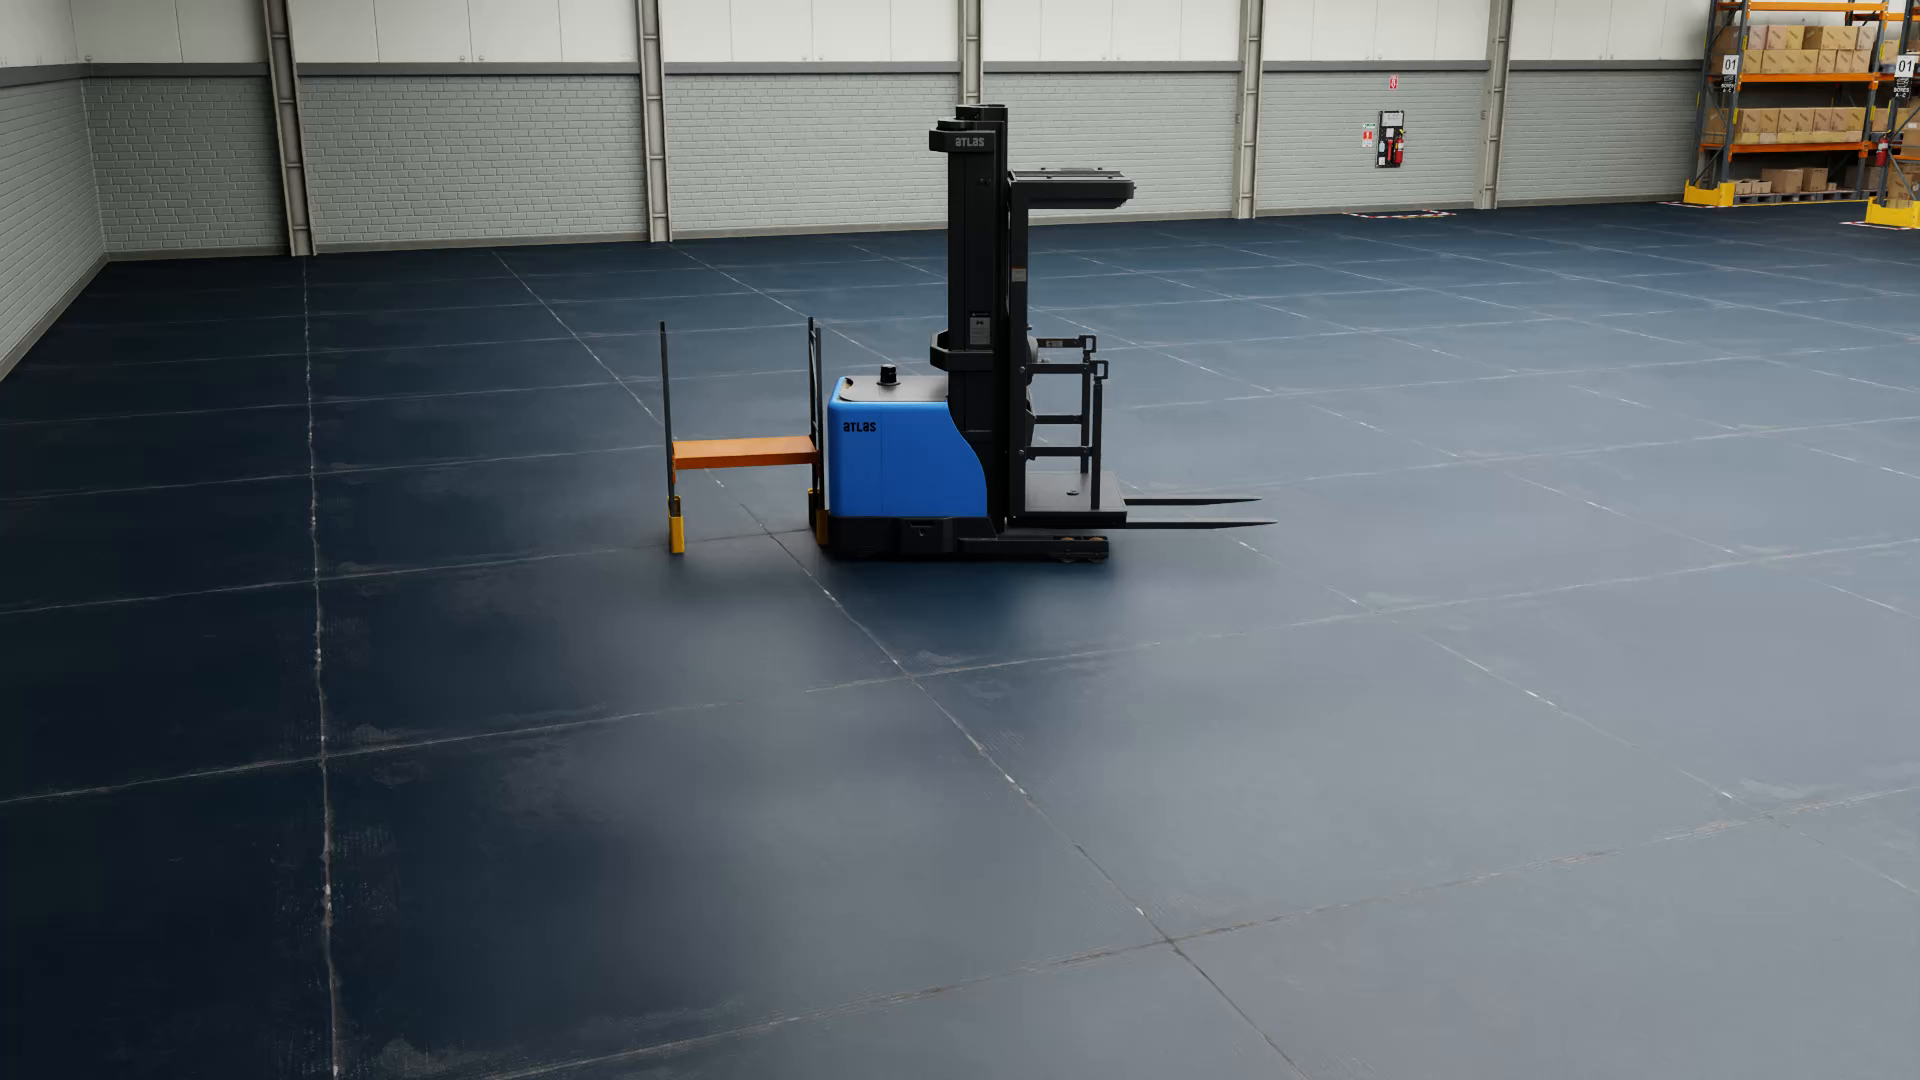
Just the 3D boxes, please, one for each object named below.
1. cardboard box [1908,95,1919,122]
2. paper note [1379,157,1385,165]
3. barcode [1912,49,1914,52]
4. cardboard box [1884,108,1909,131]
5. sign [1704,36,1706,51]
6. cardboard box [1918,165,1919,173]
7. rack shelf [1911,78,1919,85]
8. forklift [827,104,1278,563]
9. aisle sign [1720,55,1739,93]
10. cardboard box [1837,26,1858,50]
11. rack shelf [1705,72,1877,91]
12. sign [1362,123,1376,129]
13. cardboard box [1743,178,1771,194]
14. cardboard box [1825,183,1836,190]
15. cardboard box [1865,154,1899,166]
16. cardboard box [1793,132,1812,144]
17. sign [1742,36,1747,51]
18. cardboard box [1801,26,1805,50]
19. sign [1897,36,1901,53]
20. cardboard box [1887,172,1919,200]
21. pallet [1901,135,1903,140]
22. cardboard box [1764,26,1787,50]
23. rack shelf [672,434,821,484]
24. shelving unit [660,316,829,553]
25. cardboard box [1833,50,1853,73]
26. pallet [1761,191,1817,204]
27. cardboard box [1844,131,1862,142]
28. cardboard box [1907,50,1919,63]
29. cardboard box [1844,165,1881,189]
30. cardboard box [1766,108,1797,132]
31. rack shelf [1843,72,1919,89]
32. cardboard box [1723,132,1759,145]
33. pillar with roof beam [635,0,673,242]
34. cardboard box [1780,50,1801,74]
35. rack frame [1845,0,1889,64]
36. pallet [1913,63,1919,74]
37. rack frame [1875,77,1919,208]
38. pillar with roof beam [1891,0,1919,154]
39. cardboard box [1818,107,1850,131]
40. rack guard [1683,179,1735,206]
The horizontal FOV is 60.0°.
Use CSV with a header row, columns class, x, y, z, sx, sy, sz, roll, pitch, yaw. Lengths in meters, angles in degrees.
class,x,y,z,sx,sy,sz,roll,pitch,yaw
cardboard box,18.927,-8.370,32.296,0.500,0.500,0.700,-6,17,-20
paper note,8.891,-7.985,35.029,0.142,0.148,0.016,-6,17,-20
barcode,18.546,-9.525,32.357,0.075,0.075,0.001,-6,17,-20
cardboard box,21.408,-9.712,38.390,0.500,0.500,0.700,-4,17,-14
sign,16.481,-10.965,36.720,0.005,0.325,0.100,-6,17,-20
cardboard box,22.501,-8.606,39.237,0.500,0.500,0.700,-6,17,-20
rack shelf,20.304,-8.946,32.691,4.000,0.370,1.077,-6,17,-20
forklift,0.631,-1.406,11.185,3.031,2.935,1.130,0,16,0
aisle sign,16.701,-10.114,36.103,0.004,0.787,0.394,-6,17,-20
cardboard box,19.514,-11.153,36.942,0.500,0.500,0.500,-5,17,-17
rack shelf,18.528,-10.249,37.128,4.000,0.370,1.077,-6,17,-20
sign,8.535,-8.648,34.720,0.331,0.109,0.001,-6,17,-20
cardboard box,17.871,-7.978,37.432,0.500,0.311,0.500,-5,17,-15
cardboard box,19.907,-8.146,38.263,0.250,0.166,0.380,-9,18,-27
cardboard box,21.487,-8.852,38.743,0.500,0.250,0.500,-7,18,-21
cardboard box,18.660,-9.013,37.196,0.500,0.250,0.500,-6,17,-20
sign,16.855,-10.669,35.731,0.005,0.325,0.100,-6,17,-20
cardboard box,18.416,-11.192,37.077,0.500,0.500,0.500,-6,17,-20
sign,18.255,-9.620,32.280,0.005,0.325,0.100,-6,17,-20
cardboard box,18.831,-7.025,32.999,0.500,0.500,0.500,-6,17,-20
pallet,22.297,-9.457,38.820,1.213,0.211,1.003,-6,17,-20
cardboard box,17.594,-10.942,36.224,0.500,0.500,0.500,-6,18,-21
rack shelf,-1.493,-0.567,11.507,1.000,0.185,0.538,-3,17,-11
shelving unit,-1.484,-0.741,11.458,1.083,1.500,0.587,-3,17,-11
cardboard box,19.536,-10.690,37.140,0.500,0.500,0.500,-8,18,-25
pallet,18.640,-7.817,37.844,1.213,0.211,1.003,-6,17,-20
cardboard box,20.062,-9.167,37.720,0.500,0.250,0.500,-6,17,-20
cardboard box,21.510,-11.051,37.994,0.500,0.311,0.500,-6,17,-18
cardboard box,21.077,-8.447,38.694,0.500,0.500,0.700,-6,17,-18
cardboard box,18.164,-9.317,36.903,0.500,0.500,0.500,-7,18,-22
rack shelf,22.263,-10.652,38.501,4.000,0.370,1.077,-6,17,-20
cardboard box,17.230,-8.856,36.664,0.500,0.250,0.500,-7,18,-22
pillar with roof beam,-3.866,-8.577,24.836,0.400,9.000,9.100,-6,17,-20
cardboard box,18.060,-10.516,36.548,0.500,0.500,0.500,-5,17,-18
rack frame,20.396,-12.235,37.291,0.127,3.000,1.000,-6,17,-20
pallet,19.106,-9.111,32.135,1.213,0.211,1.003,-6,17,-20
rack frame,18.437,-7.650,32.326,0.127,3.000,1.000,-6,17,-20
pillar with roof beam,24.148,-11.602,35.136,0.400,9.000,9.100,-6,17,-20
cardboard box,19.601,-9.473,37.433,0.500,0.500,0.500,-6,17,-20
rack guard,16.732,-7.761,37.141,0.348,0.500,1.175,-6,17,-20
